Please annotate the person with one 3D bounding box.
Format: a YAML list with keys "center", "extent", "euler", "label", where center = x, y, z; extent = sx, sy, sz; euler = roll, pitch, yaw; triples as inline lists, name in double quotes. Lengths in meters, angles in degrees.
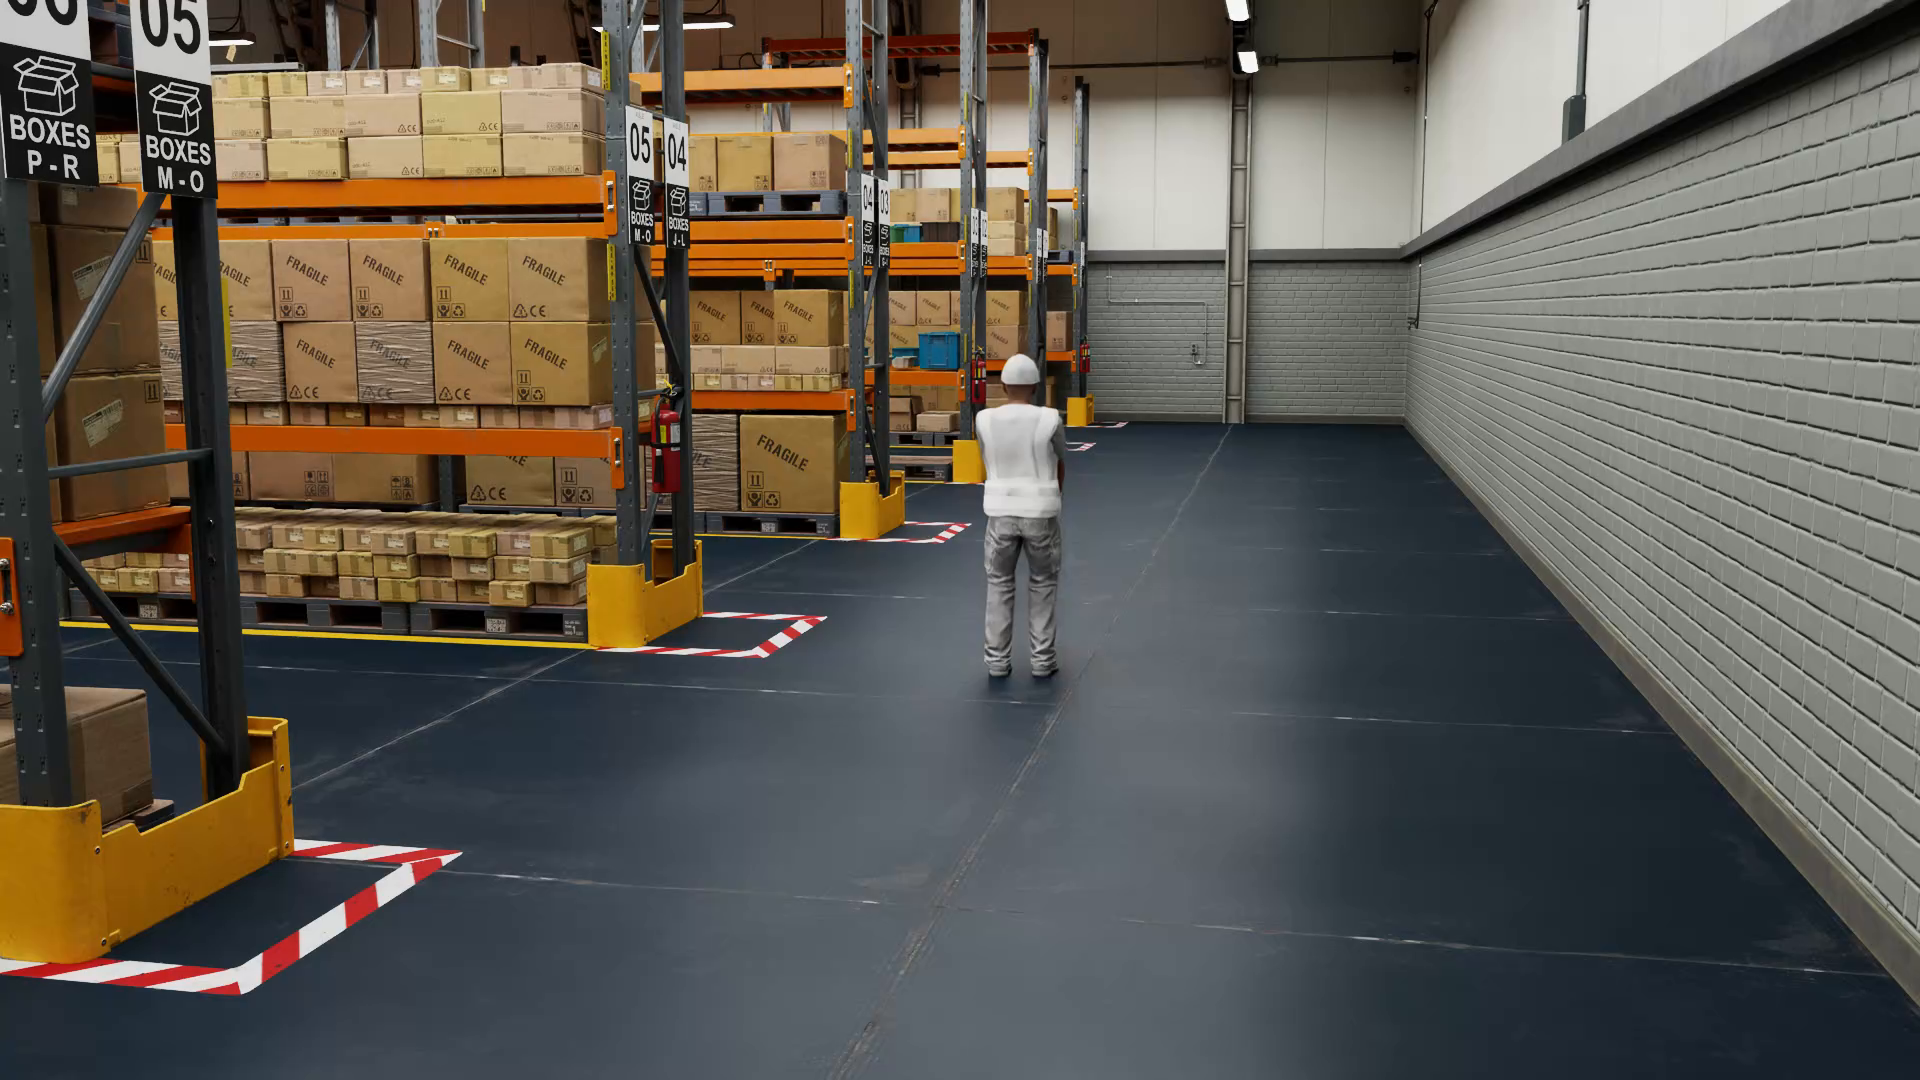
- center: [0.352, -0.145, 9.282]
  extent: [0.490, 1.782, 0.578]
  euler: [2, 8, 11]
  label: "person"
